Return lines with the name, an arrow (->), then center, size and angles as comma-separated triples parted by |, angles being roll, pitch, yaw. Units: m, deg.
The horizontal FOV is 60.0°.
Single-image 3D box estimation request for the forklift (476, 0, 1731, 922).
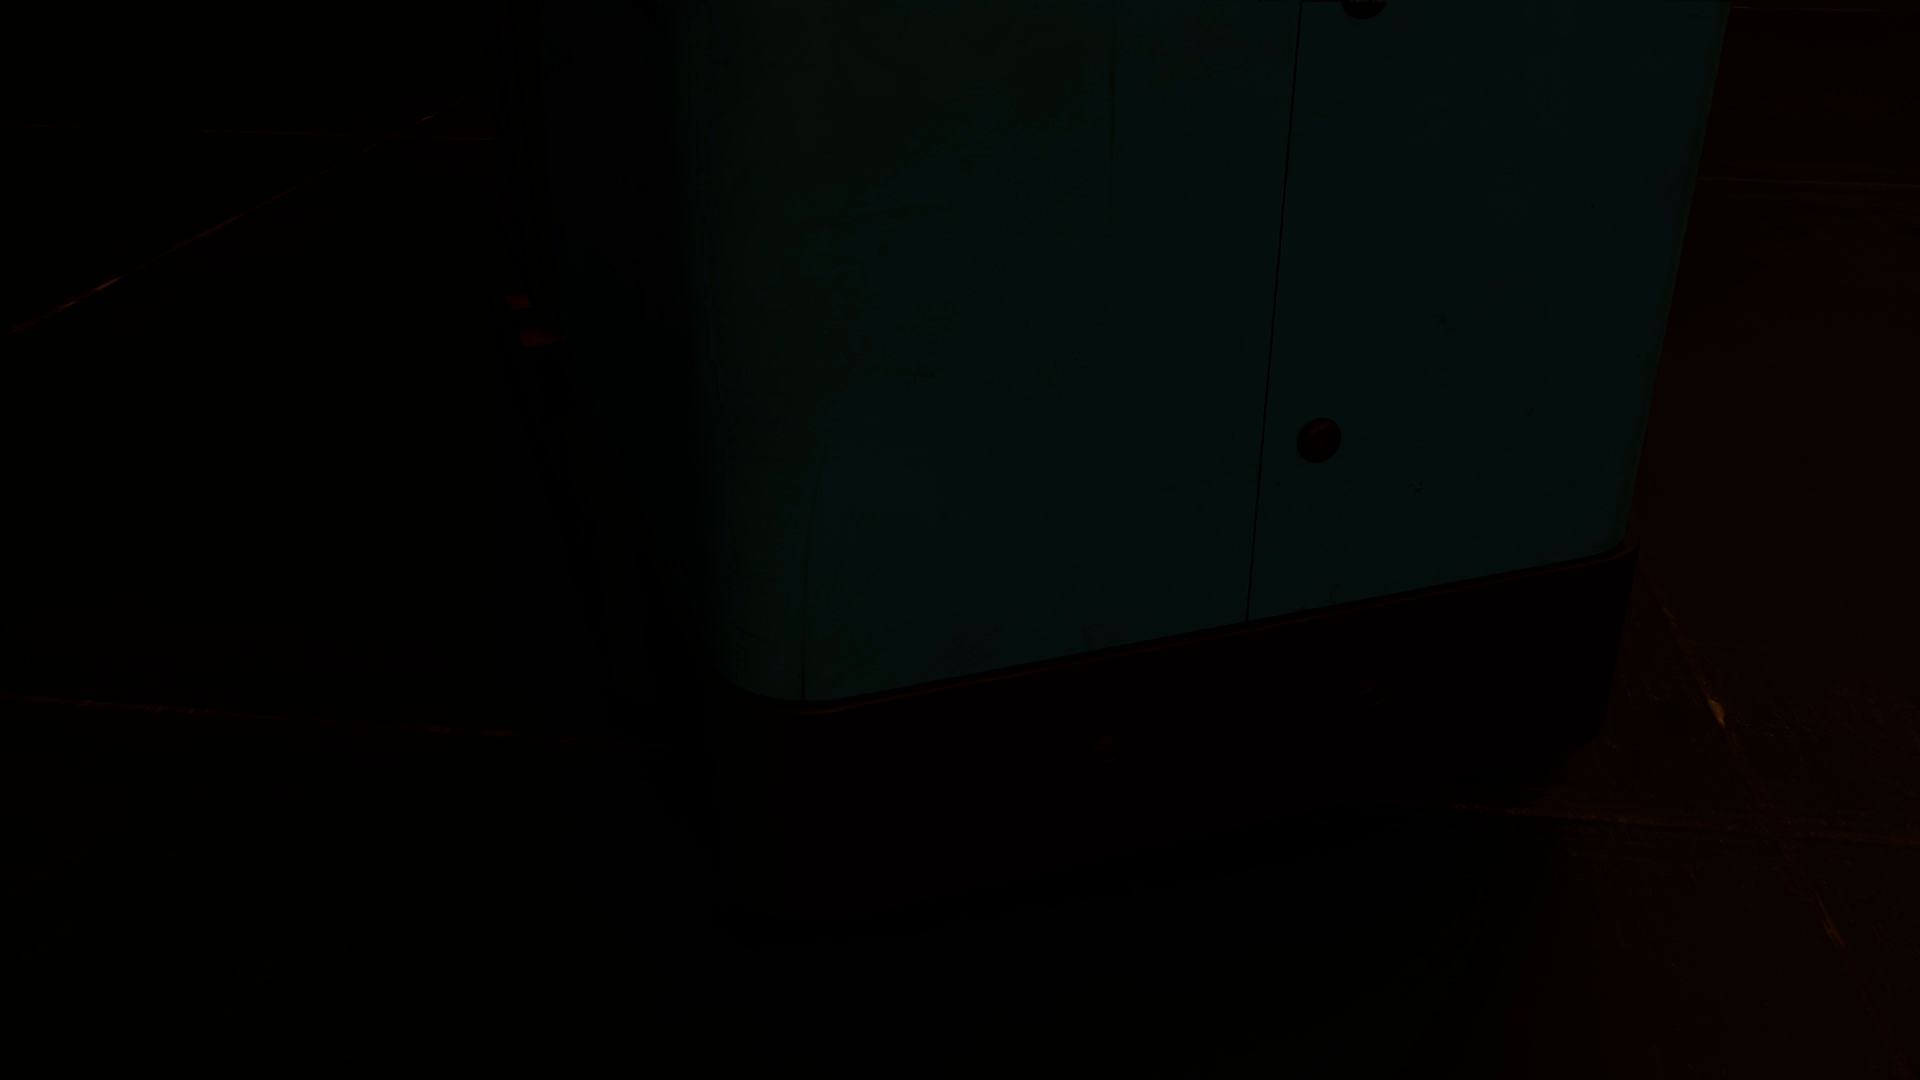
forklift -> -0.234, -1.580, 2.385 | 1.130, 2.935, 3.031 | -9, 28, -18
